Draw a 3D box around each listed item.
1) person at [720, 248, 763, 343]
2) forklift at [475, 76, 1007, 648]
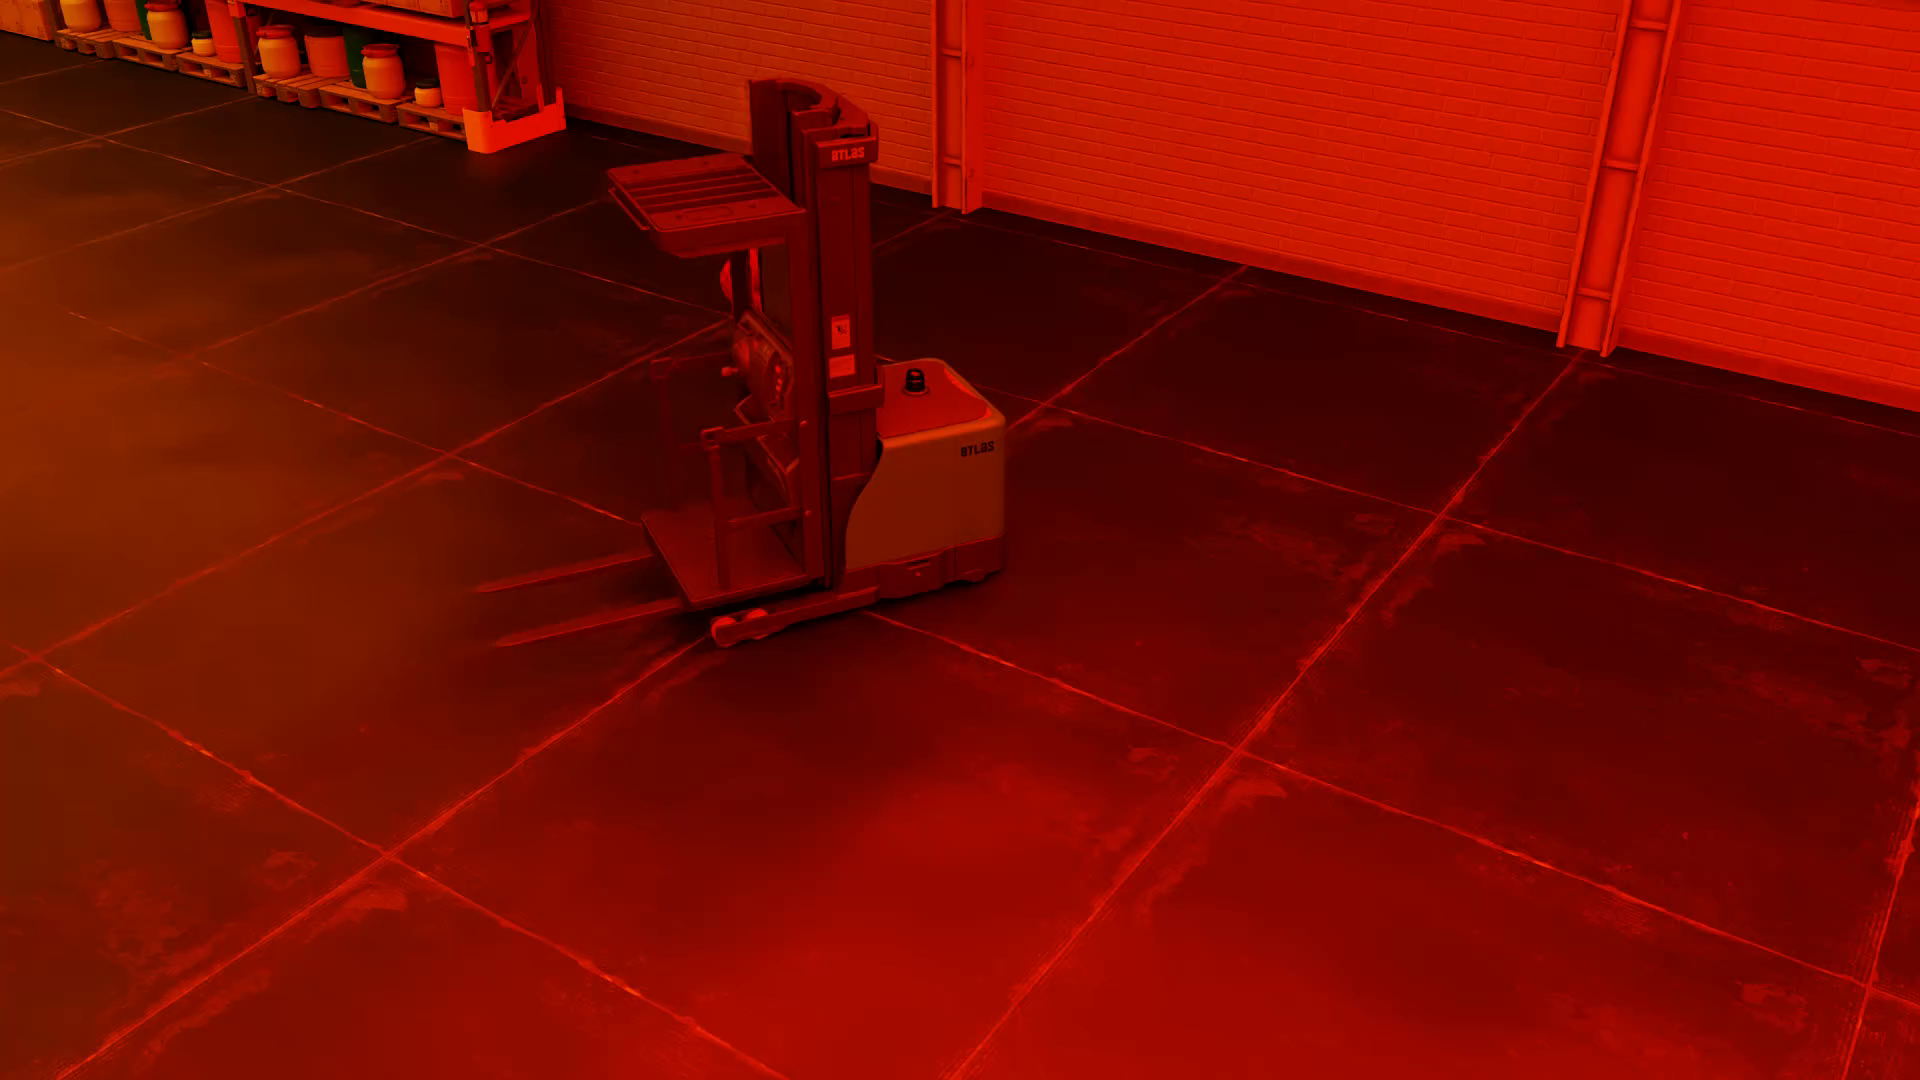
[{"bbox_3d":[-1.251,-1.417,11.388,0.794,1.604,0.824,10,32,16],"label":"person"},{"bbox_3d":[-1.279,-0.962,9.238,3.031,2.935,1.130,-13,33,-21],"label":"forklift"}]
